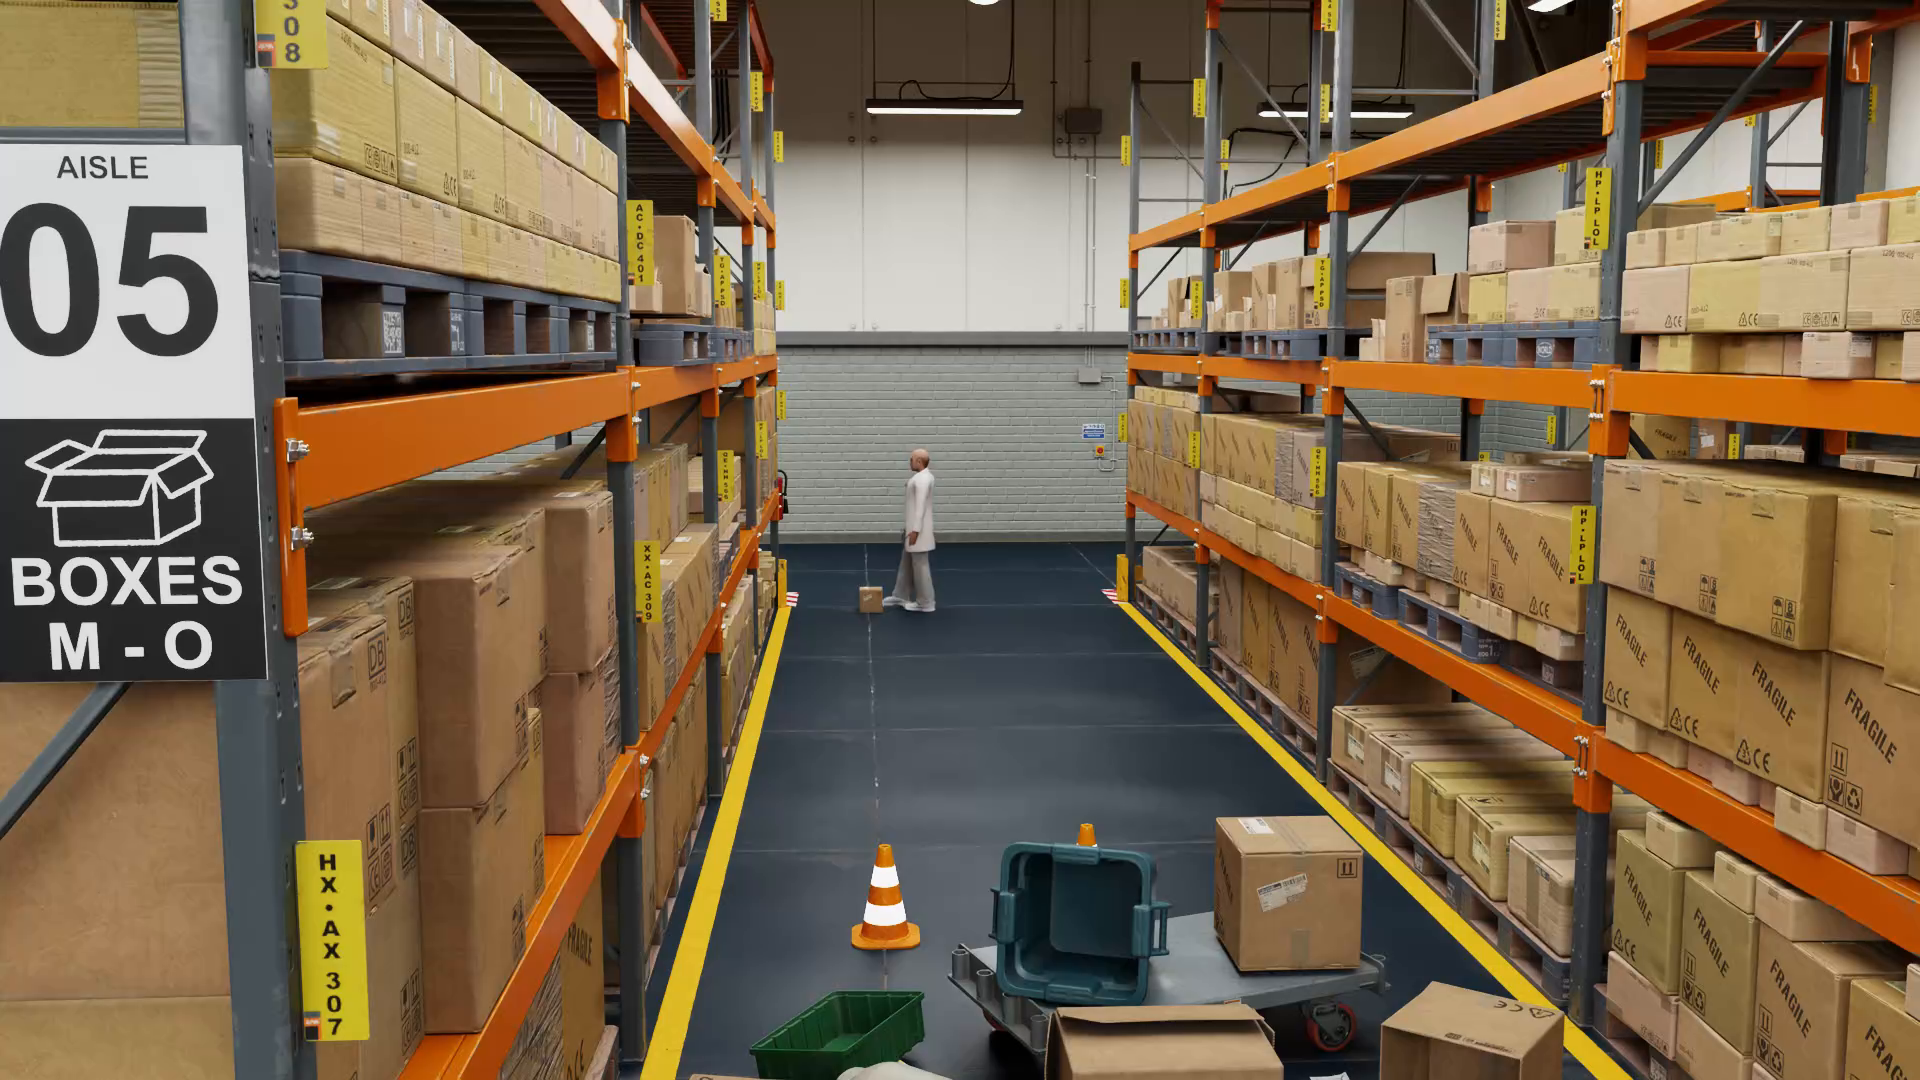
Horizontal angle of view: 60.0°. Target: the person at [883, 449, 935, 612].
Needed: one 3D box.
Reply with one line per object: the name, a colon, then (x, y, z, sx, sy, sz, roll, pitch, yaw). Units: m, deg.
person: (-5.858, 0.660, 11.651, 10.118, 1.777, 14.618, 1, 7, 4)
